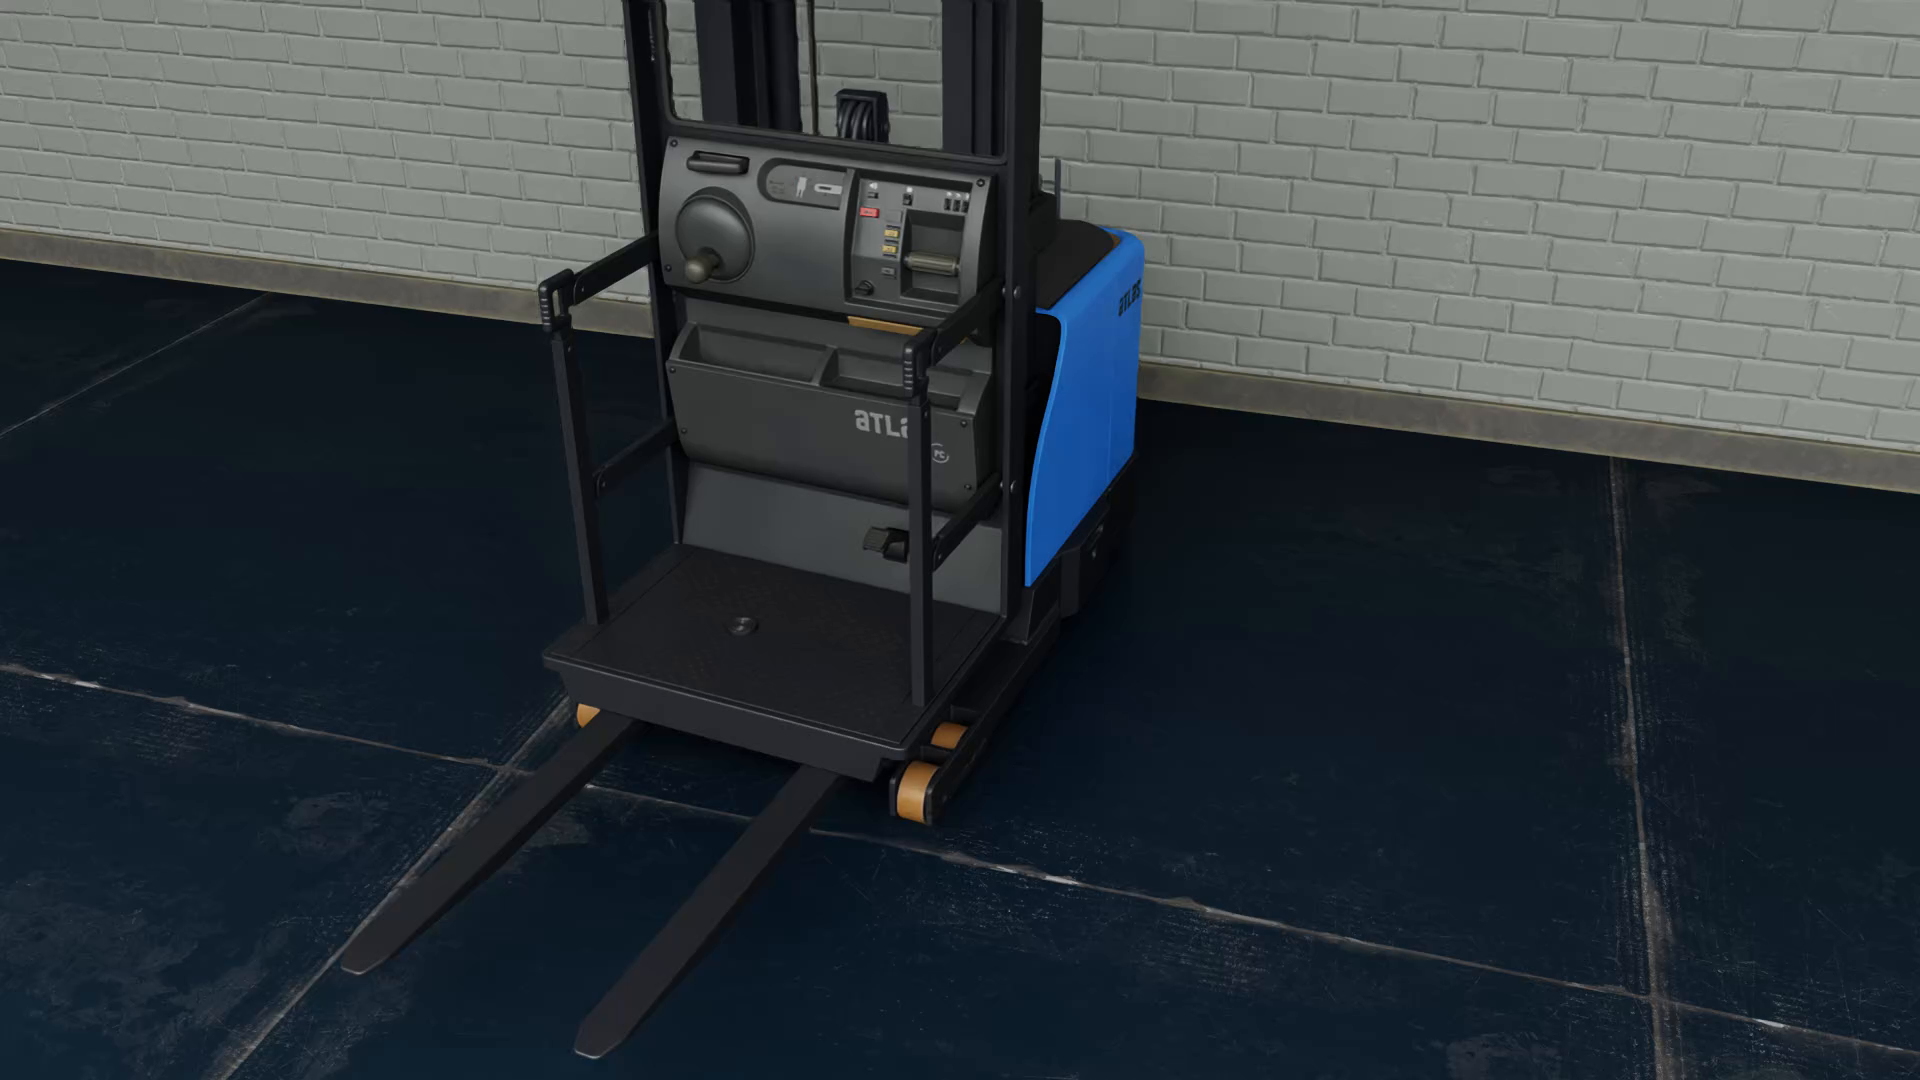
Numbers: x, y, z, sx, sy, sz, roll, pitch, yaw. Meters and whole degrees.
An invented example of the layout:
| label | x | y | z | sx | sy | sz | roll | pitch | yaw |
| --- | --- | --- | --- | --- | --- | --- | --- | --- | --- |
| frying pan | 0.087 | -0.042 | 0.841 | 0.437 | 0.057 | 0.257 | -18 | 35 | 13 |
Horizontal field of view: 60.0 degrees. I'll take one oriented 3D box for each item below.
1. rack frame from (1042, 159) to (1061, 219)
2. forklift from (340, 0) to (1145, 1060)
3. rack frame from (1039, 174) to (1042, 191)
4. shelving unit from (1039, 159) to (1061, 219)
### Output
| label | x | y | z | sx | sy | sz | roll | pitch | yaw |
| --- | --- | --- | --- | --- | --- | --- | --- | --- | --- |
| rack frame | 0.229 | -0.772 | 5.904 | 0.240 | 1.200 | 0.006 | 12 | 31 | 20 |
| forklift | -0.445 | -0.767 | 4.113 | 1.130 | 2.935 | 3.031 | 12 | 31 | 20 |
| rack frame | 0.156 | -0.691 | 5.757 | 0.240 | 1.200 | 0.006 | 12 | 31 | 20 |
| shelving unit | 0.192 | -0.732 | 5.831 | 0.258 | 1.200 | 0.189 | 12 | 31 | 20 |
